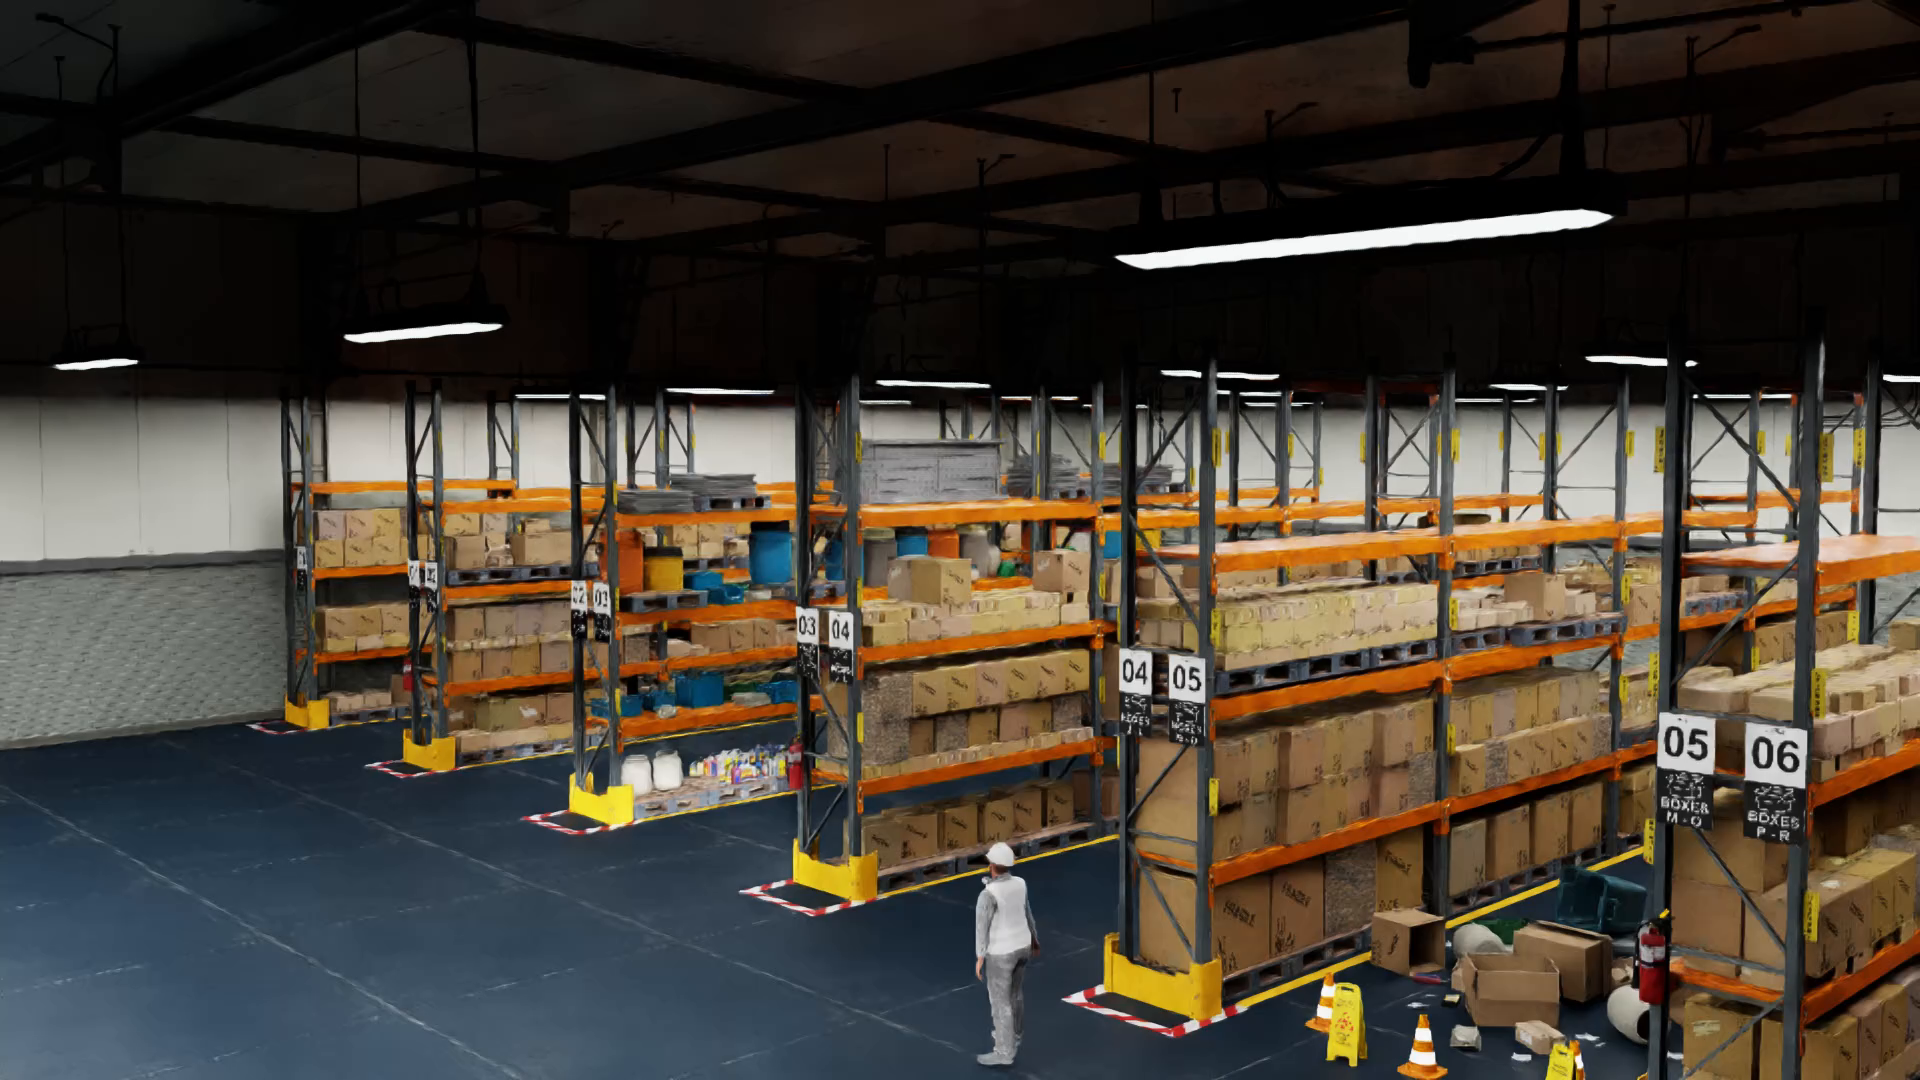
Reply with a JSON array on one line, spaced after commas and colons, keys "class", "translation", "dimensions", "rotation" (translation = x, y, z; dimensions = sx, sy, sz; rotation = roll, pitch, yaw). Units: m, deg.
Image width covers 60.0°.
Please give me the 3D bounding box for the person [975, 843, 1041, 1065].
[{"class": "person", "translation": [0.359, 3.378, 13.787], "dimensions": [0.522, 1.775, 0.716], "rotation": [3, 5, 43]}]
